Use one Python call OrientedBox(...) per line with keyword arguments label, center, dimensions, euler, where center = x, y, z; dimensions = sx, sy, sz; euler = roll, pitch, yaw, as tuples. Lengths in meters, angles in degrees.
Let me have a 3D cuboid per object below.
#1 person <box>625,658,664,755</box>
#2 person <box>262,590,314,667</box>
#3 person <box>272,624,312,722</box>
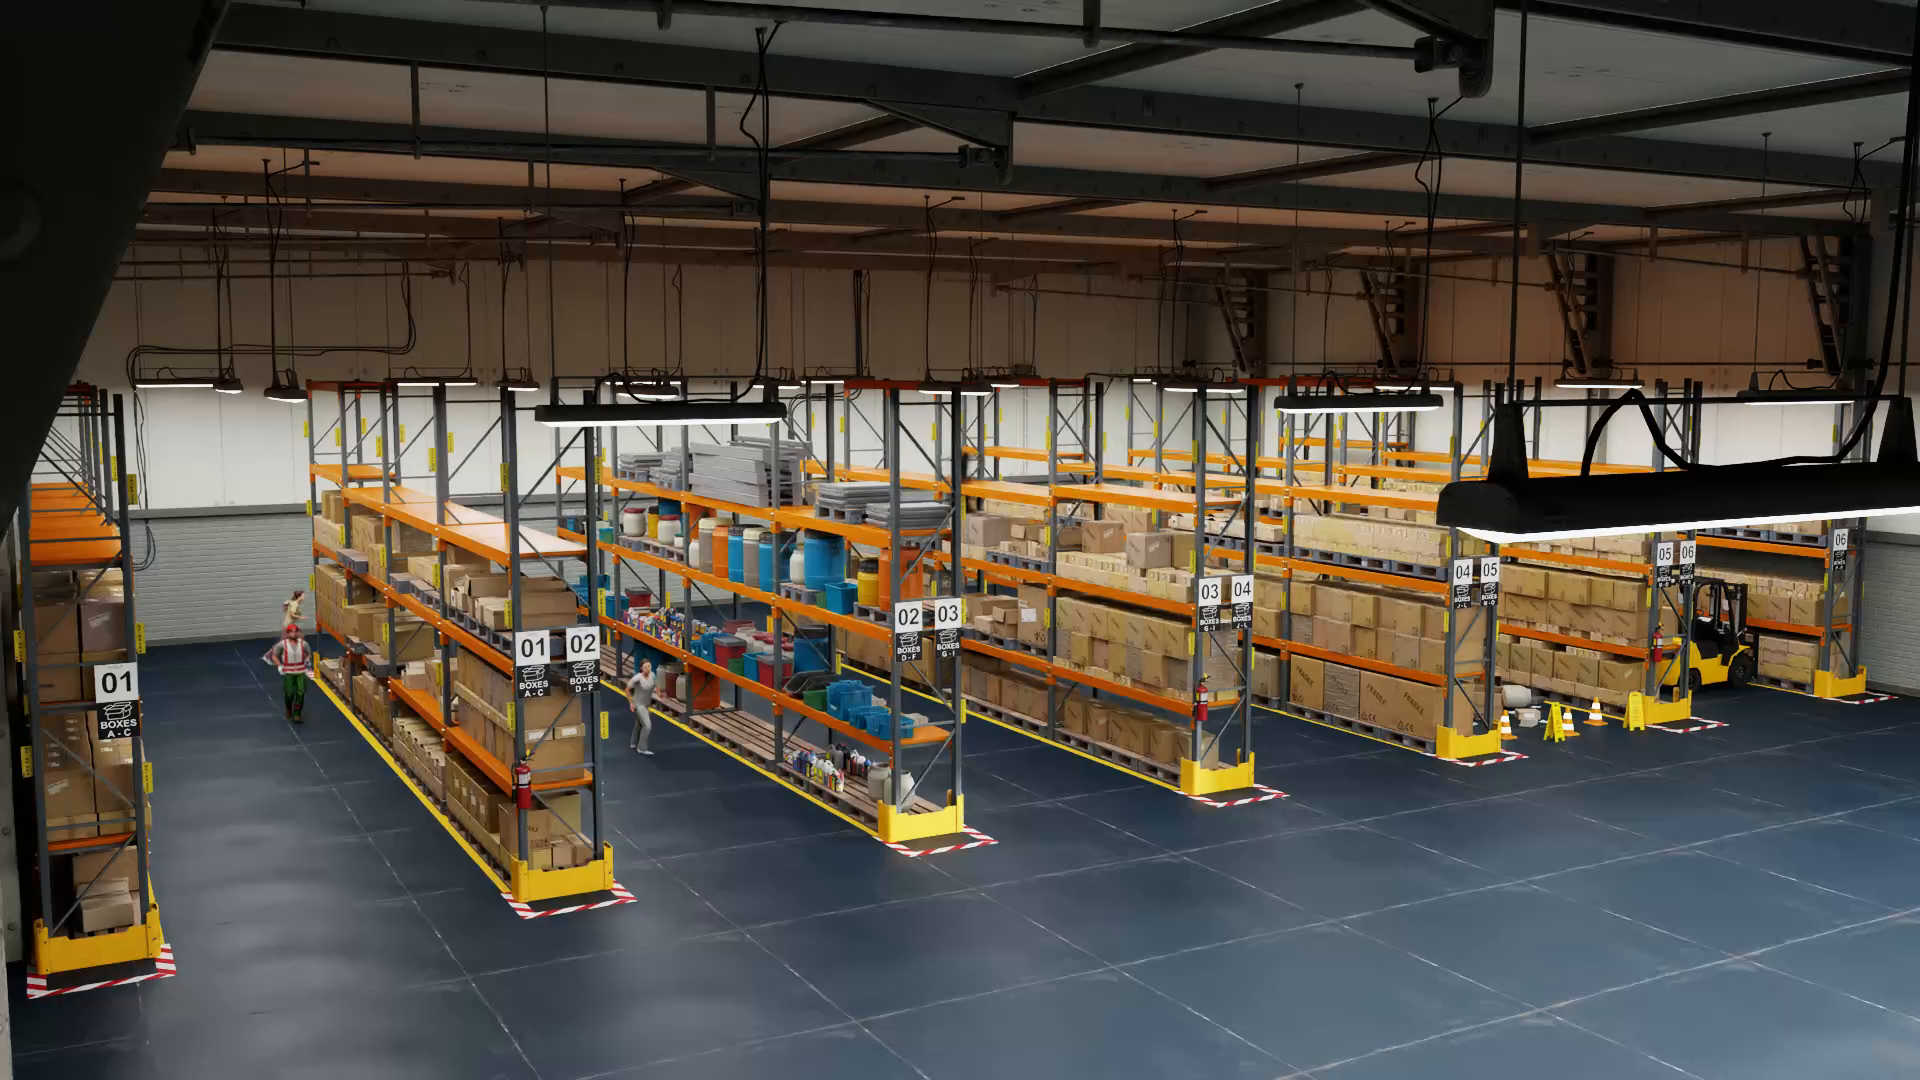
OrientedBox(label="person", center=(-5.127, 2.694, 27.010), dimensions=(0.806, 1.626, 0.610), euler=(3, 7, 25))
OrientedBox(label="person", center=(-13.986, 1.855, 34.592), dimensions=(1.035, 1.638, 0.618), euler=(-3, 7, -24))
OrientedBox(label="person", center=(-11.733, 2.348, 29.287), dimensions=(0.654, 1.744, 0.587), euler=(-4, 7, -31))
